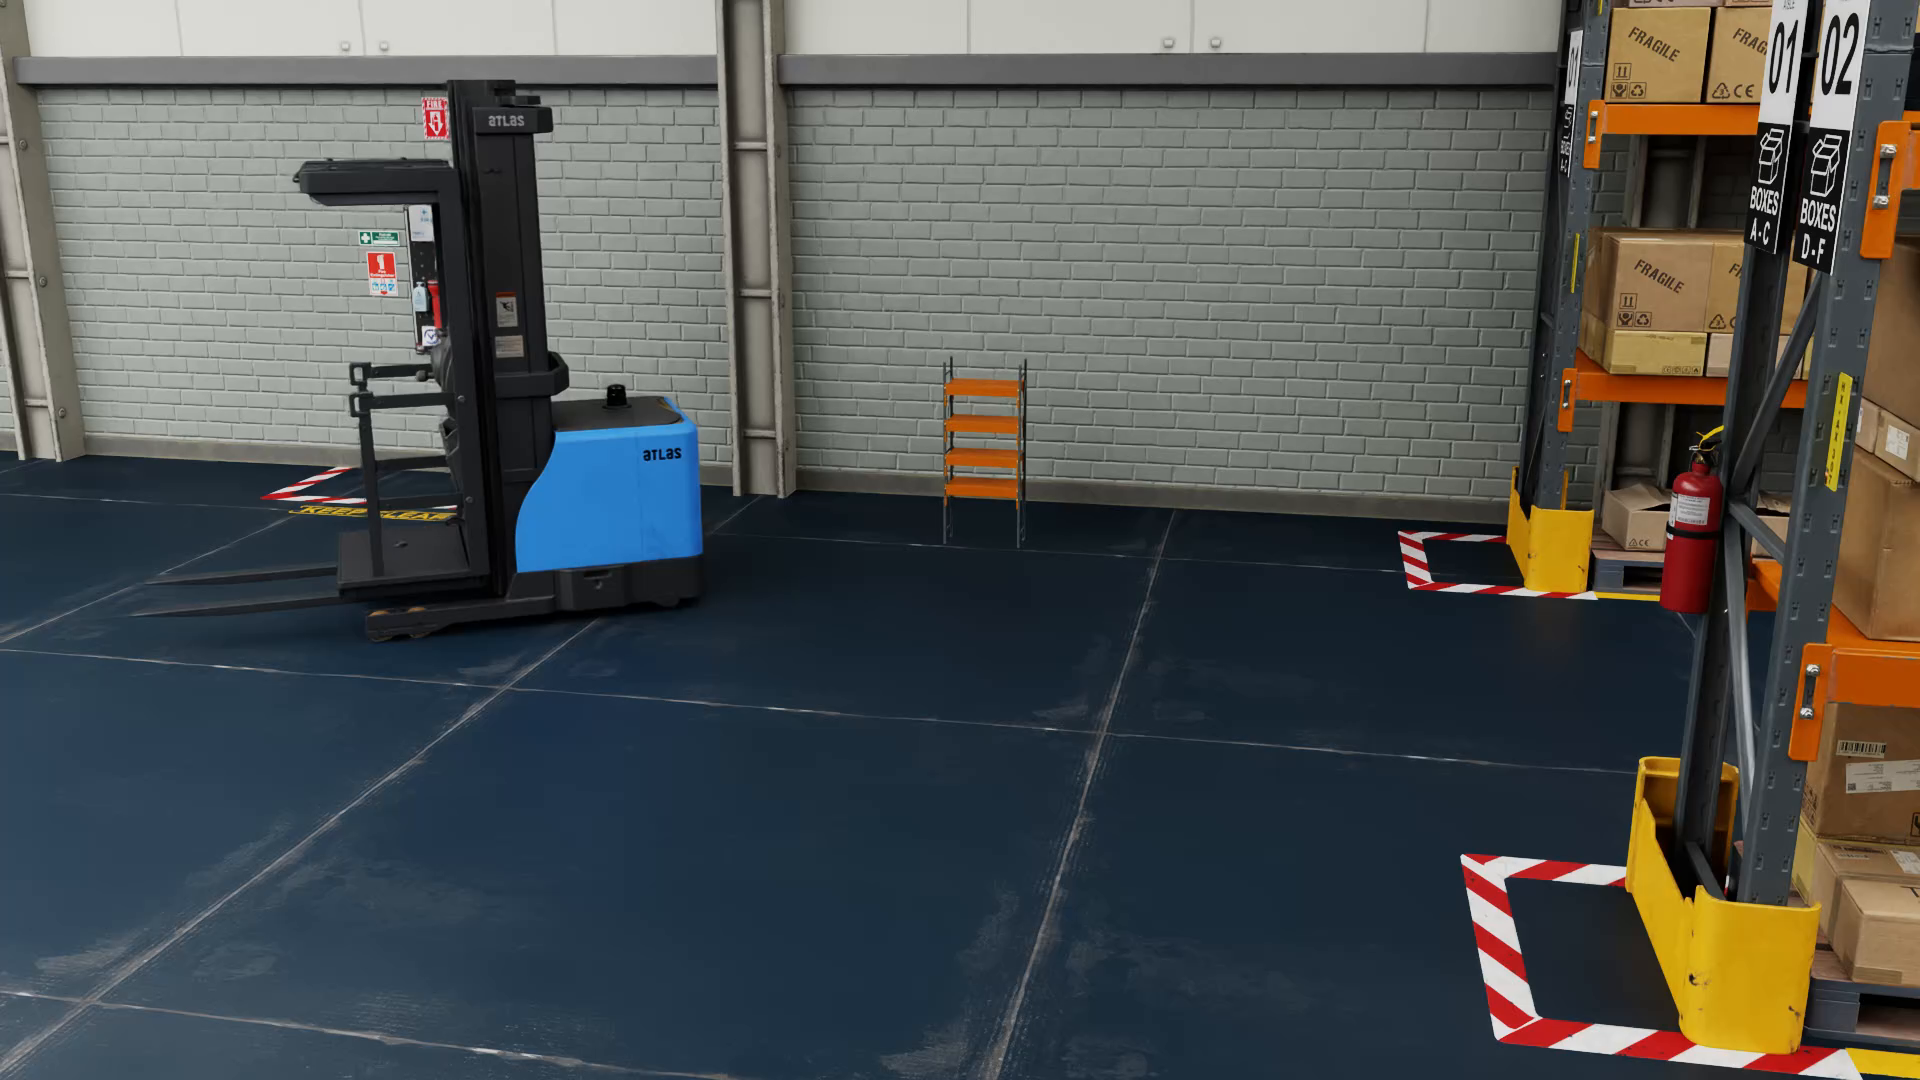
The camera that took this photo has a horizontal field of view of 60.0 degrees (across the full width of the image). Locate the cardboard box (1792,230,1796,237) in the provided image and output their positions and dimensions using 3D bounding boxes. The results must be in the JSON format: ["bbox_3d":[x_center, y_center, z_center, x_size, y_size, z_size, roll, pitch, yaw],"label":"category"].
[{"bbox_3d":[5.089,-1.565,9.862,0.500,0.500,0.500,3,16,10],"label":"cardboard box"}]

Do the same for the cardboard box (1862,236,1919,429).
[{"bbox_3d":[3.109,-0.638,5.058,0.500,0.500,0.700,3,16,11],"label":"cardboard box"}]

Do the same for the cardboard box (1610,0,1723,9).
[{"bbox_3d":[3.915,-3.193,9.183,0.500,0.500,0.500,2,16,7],"label":"cardboard box"}]

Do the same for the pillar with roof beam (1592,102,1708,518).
[{"bbox_3d":[3.586,-3.246,5.852,0.400,9.000,9.100,3,16,11],"label":"pillar with roof beam"}]

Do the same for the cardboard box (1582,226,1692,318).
[{"bbox_3d":[4.090,-1.621,10.063,0.500,0.500,0.500,3,16,10],"label":"cardboard box"}]

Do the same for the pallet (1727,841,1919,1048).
[{"bbox_3d":[3.360,1.378,5.622,1.213,0.211,1.003,3,16,11],"label":"pallet"}]

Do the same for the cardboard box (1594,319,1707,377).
[{"bbox_3d":[4.001,-1.120,9.659,0.500,0.250,0.500,3,16,9],"label":"cardboard box"}]

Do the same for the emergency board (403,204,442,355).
[{"bbox_3d":[-3.850,-1.941,12.381,0.643,1.169,0.194,3,16,11],"label":"emergency board"}]

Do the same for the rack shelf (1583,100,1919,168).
[{"bbox_3d":[5.546,-2.284,9.347,4.000,0.370,1.077,3,16,11],"label":"rack shelf"}]

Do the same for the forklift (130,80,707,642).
[{"bbox_3d":[-3.040,-1.020,9.184,3.031,2.935,1.130,-5,16,-19],"label":"forklift"}]

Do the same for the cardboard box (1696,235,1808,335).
[{"bbox_3d":[4.476,-1.457,9.473,0.500,0.500,0.500,3,16,11],"label":"cardboard box"}]

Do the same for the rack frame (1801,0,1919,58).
[{"bbox_3d":[2.602,-2.887,4.556,0.127,3.000,1.000,3,16,11],"label":"rack frame"}]

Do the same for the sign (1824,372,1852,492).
[{"bbox_3d":[2.486,-0.306,4.708,0.005,0.325,0.100,3,16,11],"label":"sign"}]

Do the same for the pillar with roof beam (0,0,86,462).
[{"bbox_3d":[-8.173,-3.884,8.156,0.400,9.000,9.100,3,16,11],"label":"pillar with roof beam"}]

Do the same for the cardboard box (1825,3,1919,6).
[{"bbox_3d":[4.901,-3.129,8.950,0.500,0.500,0.500,4,16,13],"label":"cardboard box"}]

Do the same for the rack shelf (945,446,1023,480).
[{"bbox_3d":[0.162,-0.505,10.818,0.480,0.148,0.258,3,16,11],"label":"rack shelf"}]

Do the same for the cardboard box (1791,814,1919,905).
[{"bbox_3d":[3.187,1.078,5.844,0.500,0.250,0.500,3,16,11],"label":"cardboard box"}]

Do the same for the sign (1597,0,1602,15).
[{"bbox_3d":[3.478,-3.016,9.006,0.005,0.325,0.100,3,16,11],"label":"sign"}]

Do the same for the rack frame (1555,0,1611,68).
[{"bbox_3d":[3.586,-4.183,9.235,0.127,3.000,1.000,3,16,11],"label":"rack frame"}]

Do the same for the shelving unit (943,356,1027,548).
[{"bbox_3d":[0.162,-0.569,10.800,0.503,1.200,0.258,3,16,11],"label":"shelving unit"}]

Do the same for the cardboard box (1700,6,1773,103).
[{"bbox_3d":[4.383,-2.674,9.182,0.500,0.500,0.500,4,16,15],"label":"cardboard box"}]

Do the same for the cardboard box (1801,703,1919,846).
[{"bbox_3d":[3.187,0.717,5.746,0.500,0.500,0.500,3,16,11],"label":"cardboard box"}]

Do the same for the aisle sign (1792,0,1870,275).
[{"bbox_3d":[2.477,-1.172,4.733,0.004,0.787,0.394,3,16,11],"label":"aisle sign"}]

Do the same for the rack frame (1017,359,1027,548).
[{"bbox_3d":[0.401,-0.556,10.753,0.015,1.200,0.240,3,16,11],"label":"rack frame"}]

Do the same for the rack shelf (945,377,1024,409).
[{"bbox_3d":[0.162,-0.948,10.695,0.480,0.148,0.258,3,16,11],"label":"rack shelf"}]

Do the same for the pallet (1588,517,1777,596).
[{"bbox_3d":[4.449,0.109,10.204,1.213,0.211,1.003,3,16,11],"label":"pallet"}]

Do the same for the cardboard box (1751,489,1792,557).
[{"bbox_3d":[4.805,-0.117,10.009,0.500,0.311,0.500,4,16,16],"label":"cardboard box"}]

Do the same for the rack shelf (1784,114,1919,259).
[{"bbox_3d":[4.562,-0.988,4.668,4.000,0.370,1.077,3,16,11],"label":"rack shelf"}]

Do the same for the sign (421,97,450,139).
[{"bbox_3d":[-3.838,-3.085,12.167,0.199,0.298,0.001,3,16,11],"label":"sign"}]

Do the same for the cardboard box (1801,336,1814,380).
[{"bbox_3d":[5.010,-1.067,9.470,0.500,0.250,0.500,3,16,10],"label":"cardboard box"}]

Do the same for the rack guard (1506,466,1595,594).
[{"bbox_3d":[3.660,-0.083,10.355,0.348,0.500,1.175,3,16,11],"label":"rack guard"}]

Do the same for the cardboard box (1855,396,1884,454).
[{"bbox_3d":[3.015,-0.386,5.363,0.250,0.149,0.380,3,16,10],"label":"cardboard box"}]
